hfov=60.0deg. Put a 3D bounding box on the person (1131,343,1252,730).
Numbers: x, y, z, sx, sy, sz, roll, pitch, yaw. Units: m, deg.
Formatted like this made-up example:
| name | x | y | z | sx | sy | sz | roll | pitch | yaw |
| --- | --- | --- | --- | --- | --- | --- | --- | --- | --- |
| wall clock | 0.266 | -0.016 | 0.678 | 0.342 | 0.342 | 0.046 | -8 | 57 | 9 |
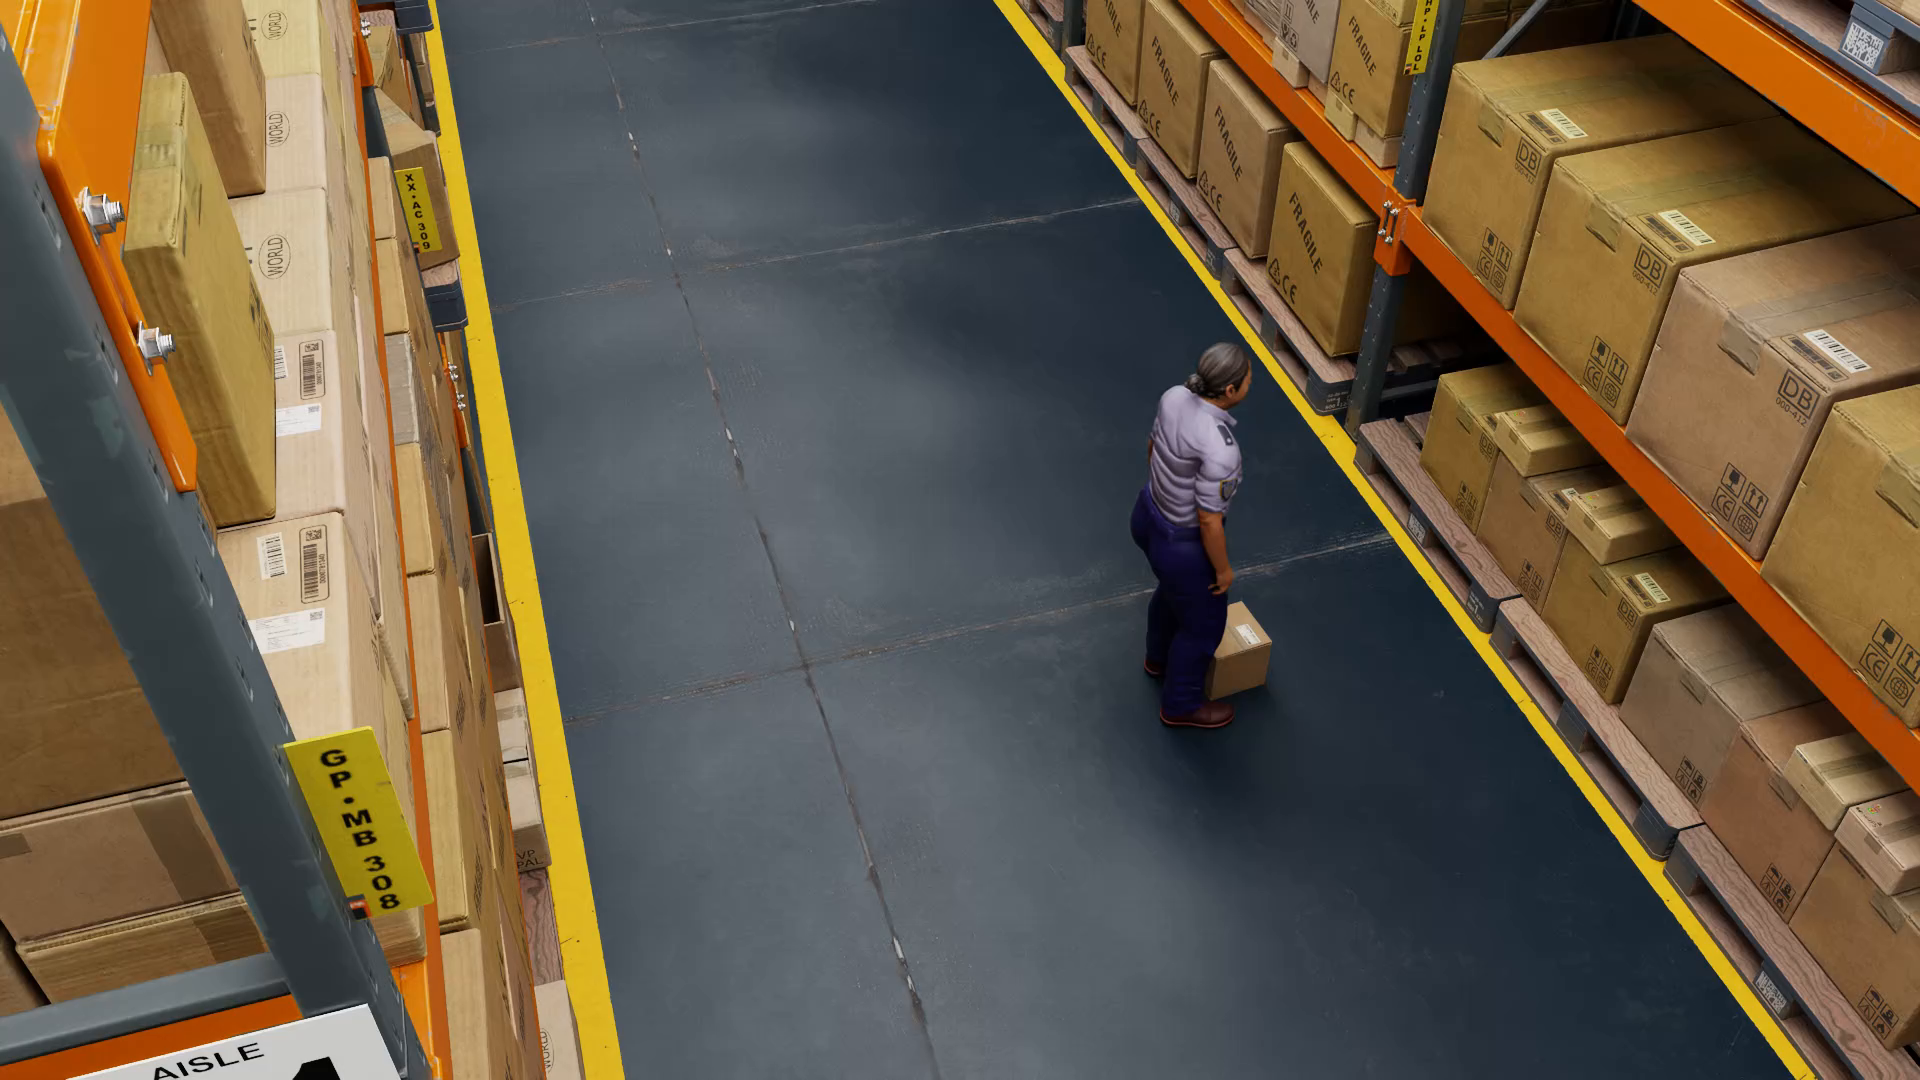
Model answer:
| name | x | y | z | sx | sy | sz | roll | pitch | yaw |
| --- | --- | --- | --- | --- | --- | --- | --- | --- | --- |
| person | 0.873 | -0.022 | 6.190 | 0.415 | 1.651 | 0.550 | -13 | 44 | -13 |
